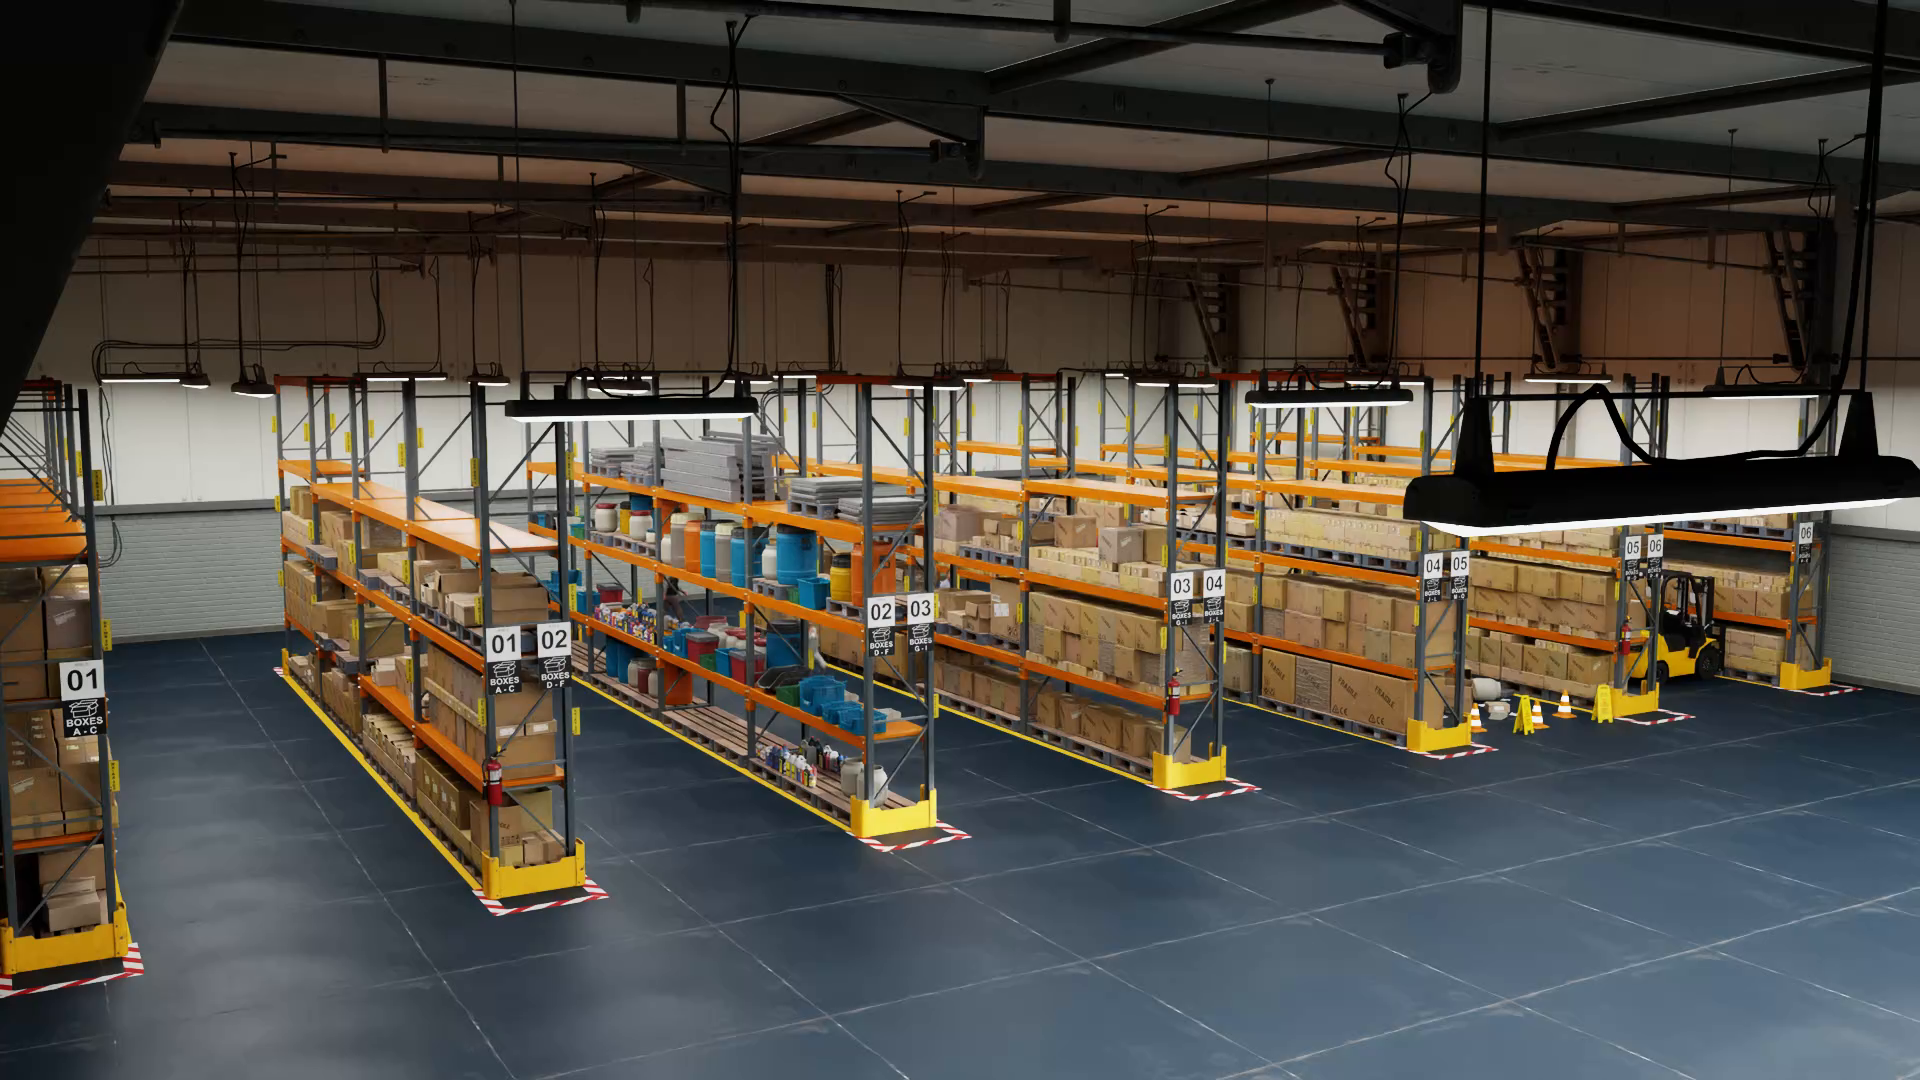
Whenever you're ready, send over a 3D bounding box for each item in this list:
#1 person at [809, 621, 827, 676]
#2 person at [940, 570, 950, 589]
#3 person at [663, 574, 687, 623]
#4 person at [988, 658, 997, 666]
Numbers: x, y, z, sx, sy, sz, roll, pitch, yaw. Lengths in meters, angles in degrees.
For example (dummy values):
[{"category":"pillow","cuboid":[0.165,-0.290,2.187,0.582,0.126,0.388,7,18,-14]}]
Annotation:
[{"category":"person","cuboid":[-2.779,2.075,30.363,0.414,1.423,0.889,-5,8,-41]},{"category":"person","cuboid":[-0.223,1.453,37.289,0.542,1.583,1.053,-4,7,-31]},{"category":"person","cuboid":[-6.651,1.260,38.545,0.997,1.664,0.498,-2,7,-21]},{"category":"person","cuboid":[0.687,1.752,33.129,0.694,1.656,0.599,-2,7,-20]}]
